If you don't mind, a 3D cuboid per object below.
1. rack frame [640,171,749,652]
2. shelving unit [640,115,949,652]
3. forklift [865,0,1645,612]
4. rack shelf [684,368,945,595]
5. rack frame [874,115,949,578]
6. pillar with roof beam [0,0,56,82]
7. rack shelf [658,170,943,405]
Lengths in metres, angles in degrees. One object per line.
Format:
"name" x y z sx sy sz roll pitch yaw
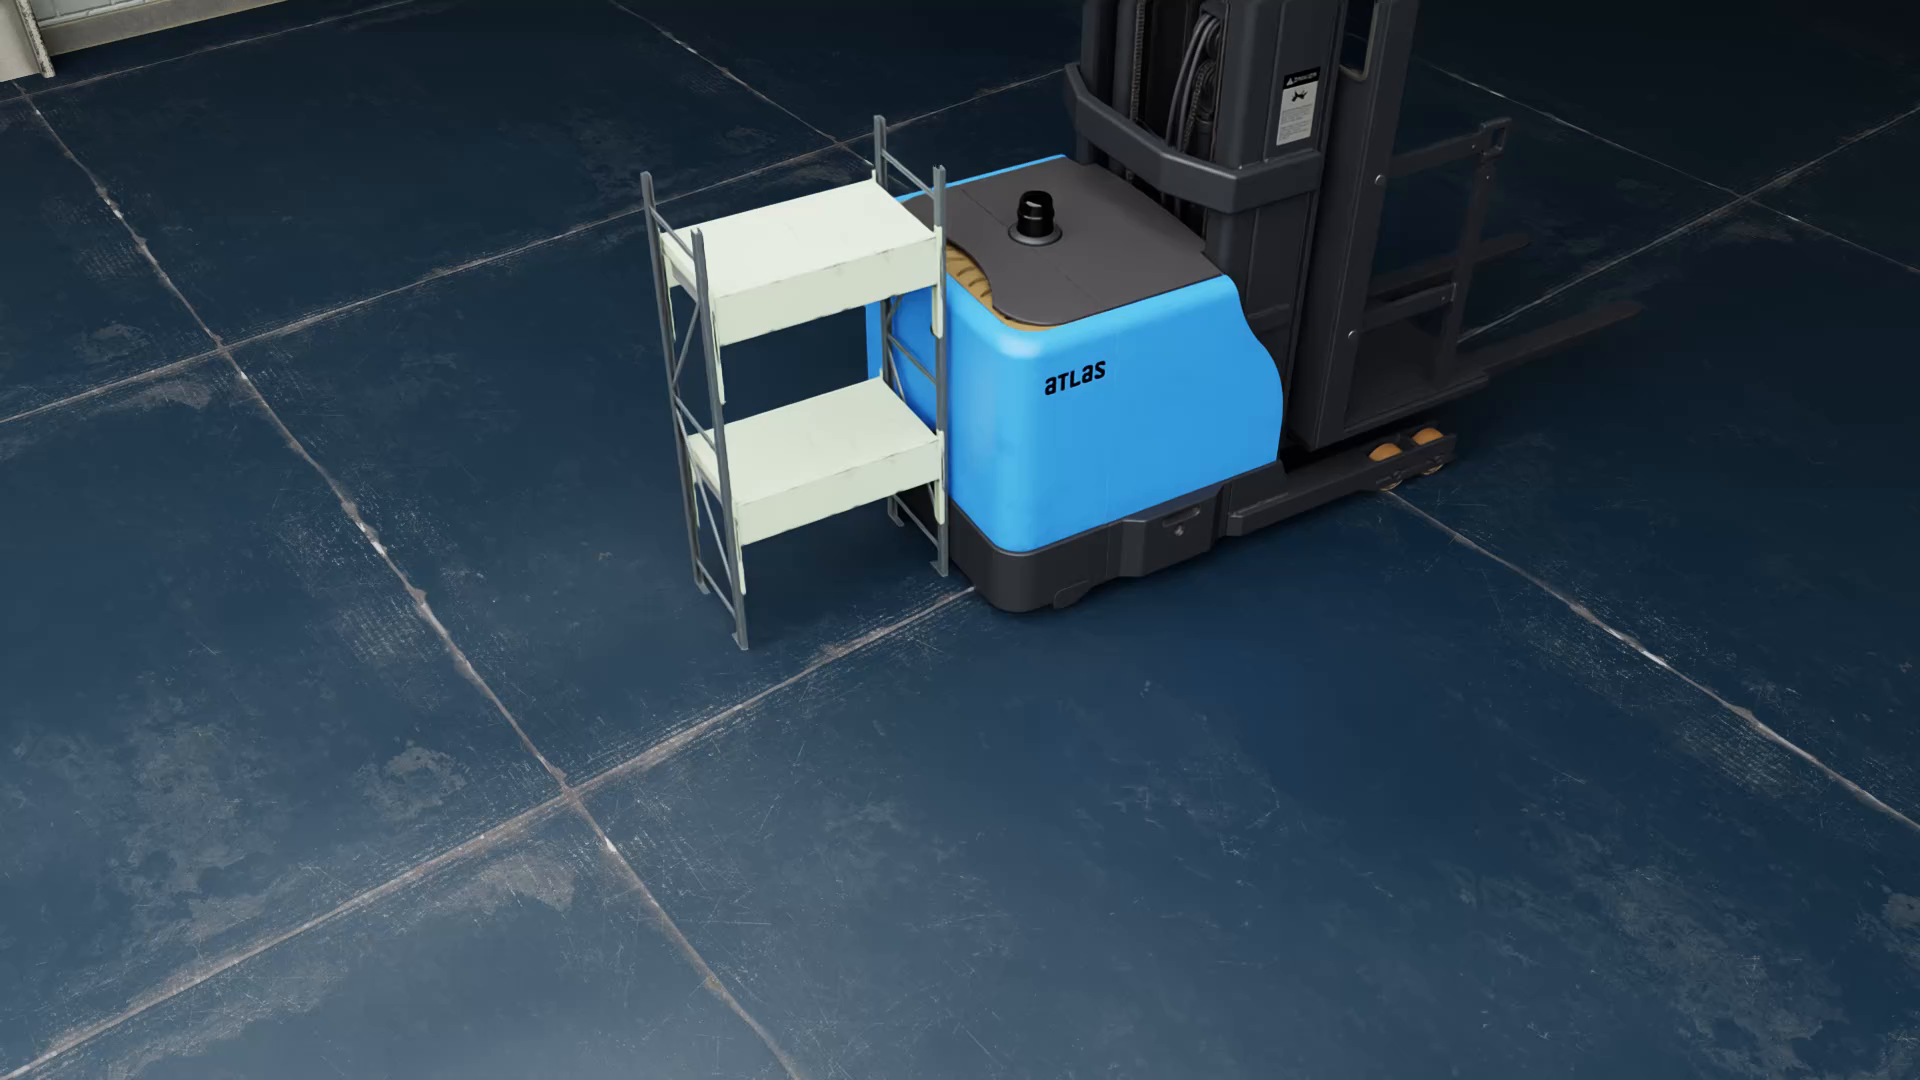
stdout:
"rack frame" -0.784 -0.335 4.976 0.023 1.500 0.400 -20 43 -22
"shelving unit" -0.465 -0.450 5.116 0.755 1.500 0.431 -20 43 -22
"forklift" 1.204 -1.583 5.369 3.031 2.935 1.130 -20 43 -22
"rack shelf" -0.465 -0.198 5.323 0.720 0.370 0.431 -20 43 -22
"rack frame" -0.147 -0.565 5.256 0.023 1.500 0.400 -20 43 -22
"pillar with roof beam" -2.366 -3.752 3.229 0.400 9.000 9.100 -26 46 -28
"rack shelf" -0.465 -0.752 4.868 0.720 0.370 0.431 -20 43 -22
